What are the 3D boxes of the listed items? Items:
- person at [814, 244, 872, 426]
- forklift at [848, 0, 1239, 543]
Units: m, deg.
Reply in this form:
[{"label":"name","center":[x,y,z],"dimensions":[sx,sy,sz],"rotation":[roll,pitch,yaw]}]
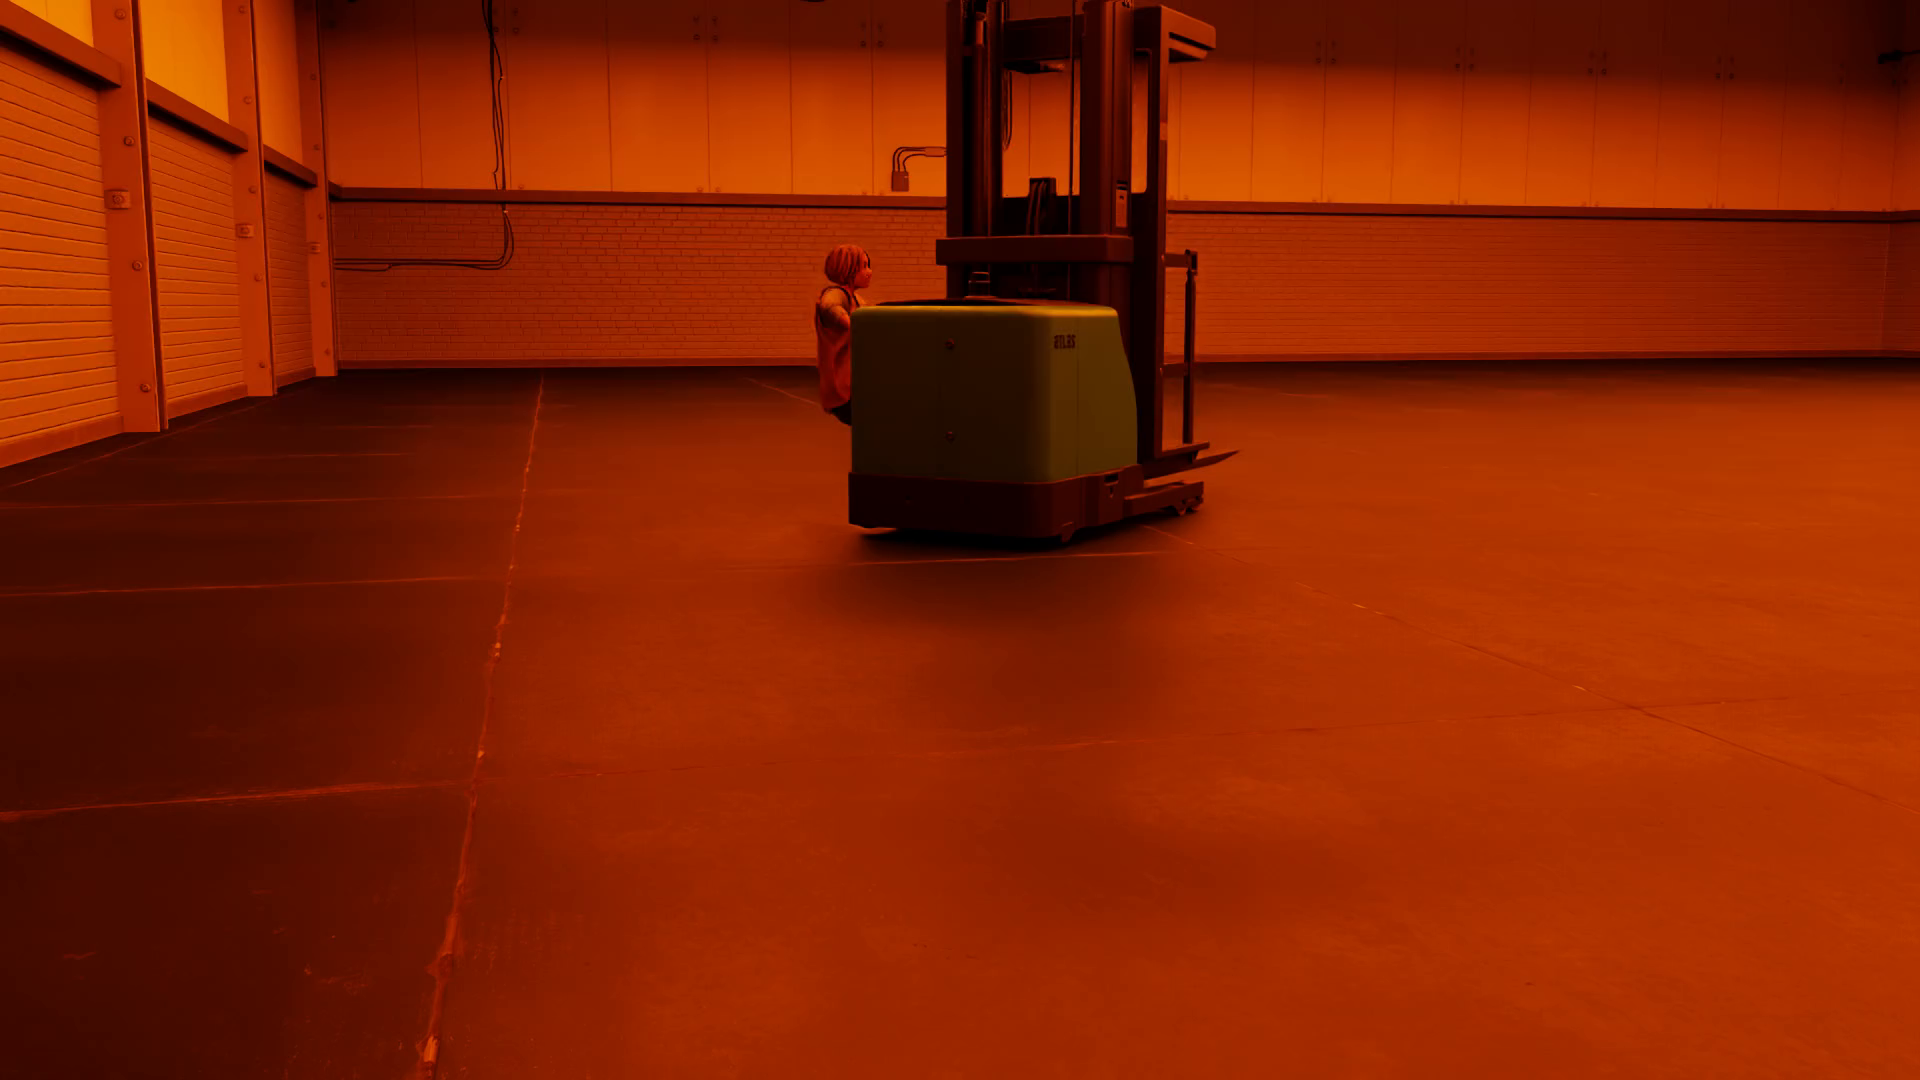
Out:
[{"label":"person","center":[-0.328,-0.756,8.110],"dimensions":[0.756,1.365,0.893],"rotation":[0,8,3]},{"label":"forklift","center":[0.636,-1.603,8.585],"dimensions":[1.130,2.935,3.031],"rotation":[4,9,29]}]
